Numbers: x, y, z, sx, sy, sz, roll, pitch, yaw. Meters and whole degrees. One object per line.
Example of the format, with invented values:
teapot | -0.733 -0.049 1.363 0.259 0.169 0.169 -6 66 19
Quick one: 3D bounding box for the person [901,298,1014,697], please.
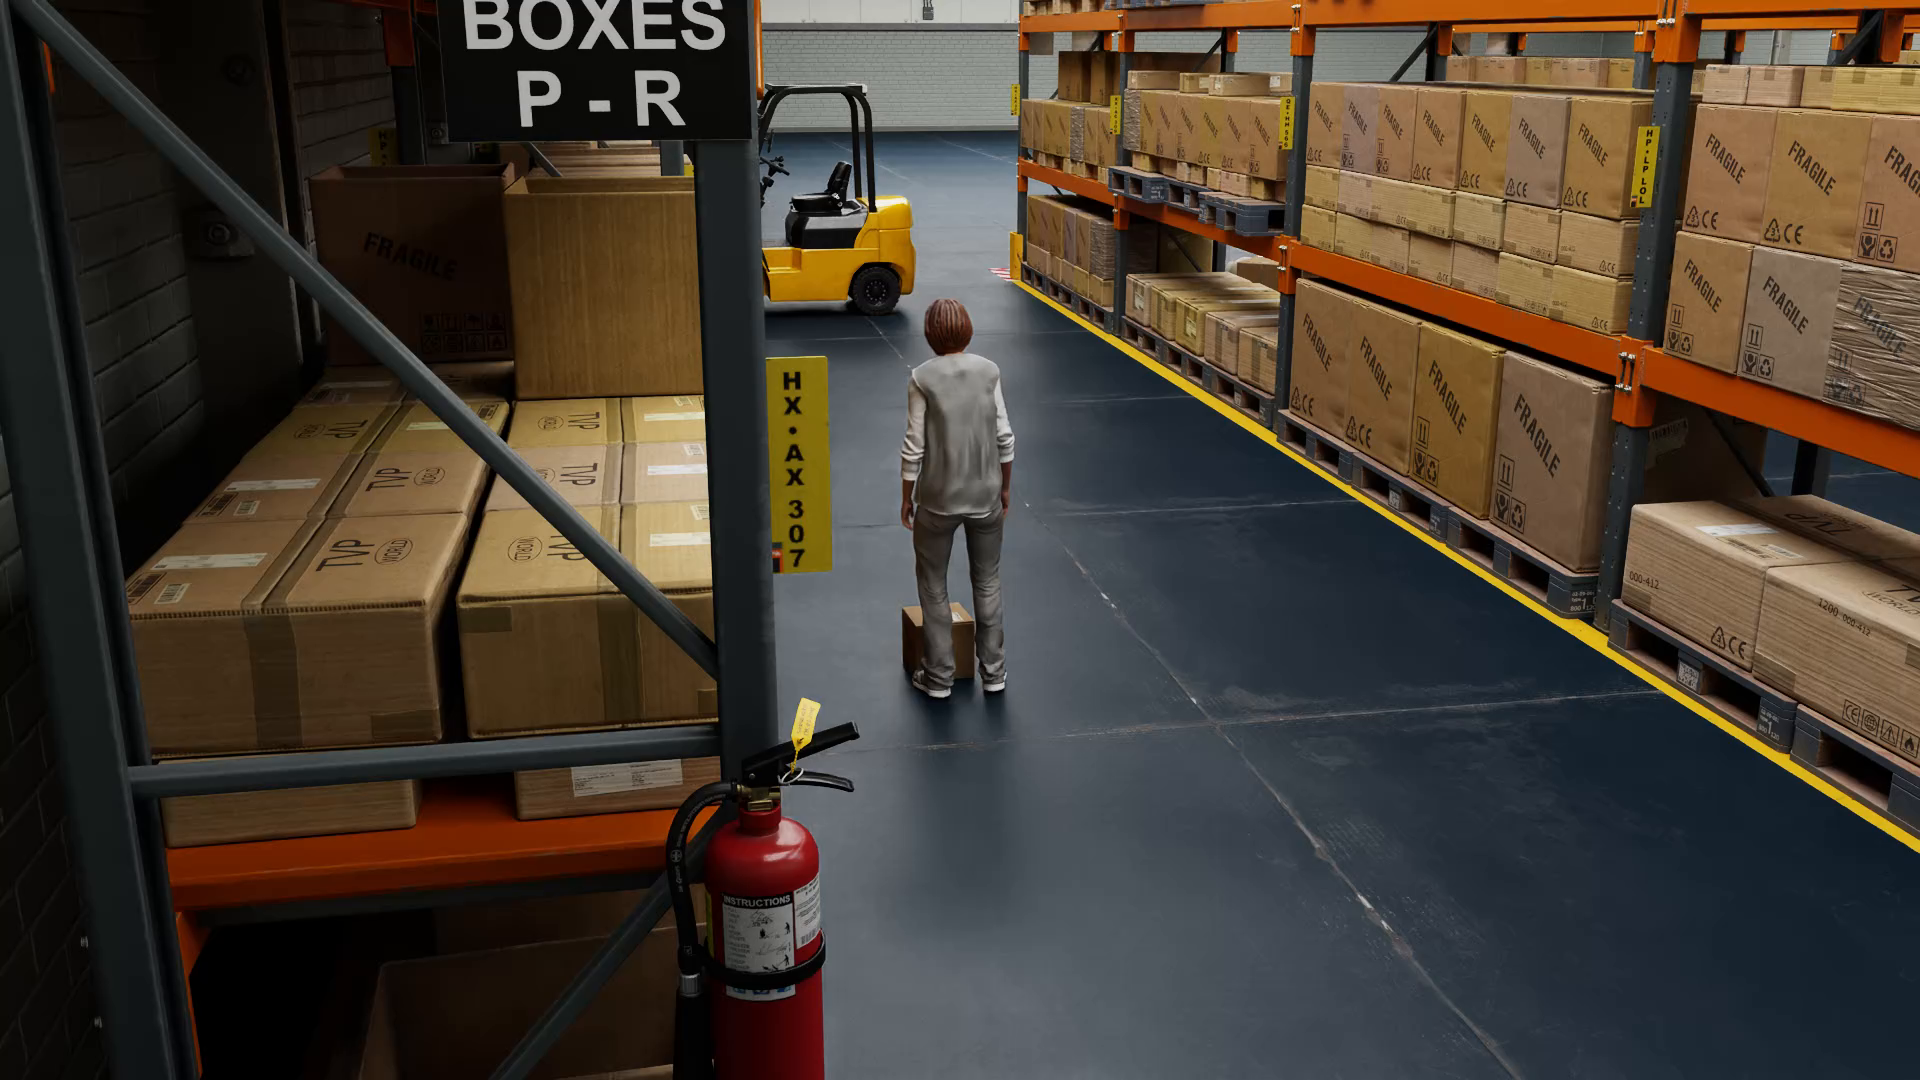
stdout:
person | -0.012 -0.150 6.561 0.469 1.593 0.350 -5 17 -16
